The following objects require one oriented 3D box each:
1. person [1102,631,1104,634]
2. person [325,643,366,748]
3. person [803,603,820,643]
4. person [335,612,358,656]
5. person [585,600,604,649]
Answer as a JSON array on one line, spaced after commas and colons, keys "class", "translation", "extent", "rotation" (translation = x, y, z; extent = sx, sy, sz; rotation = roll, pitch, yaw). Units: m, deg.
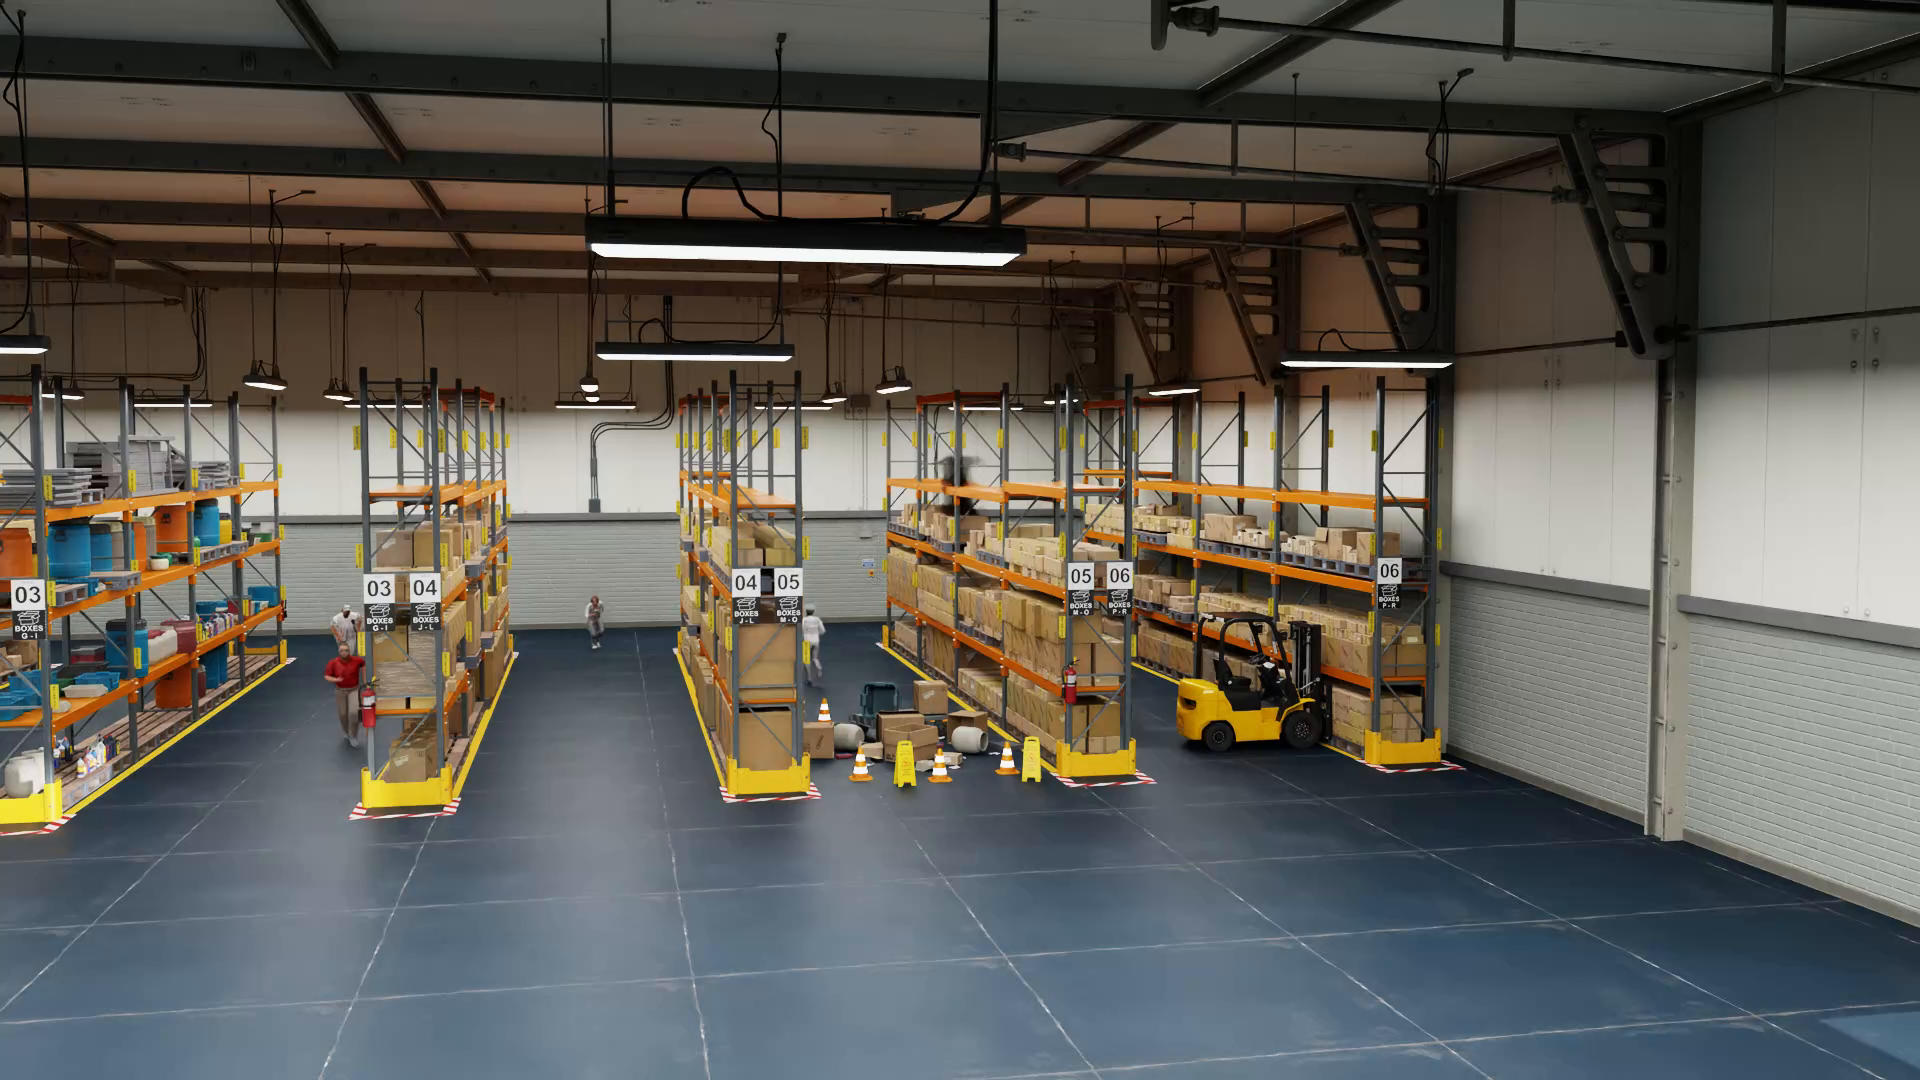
[{"class": "person", "translation": [2.448, 1.831, 31.601], "extent": [0.665, 0.827, 0.575], "rotation": [-1, 4, -14]}, {"class": "person", "translation": [-10.100, 2.532, 27.425], "extent": [0.667, 1.709, 1.002], "rotation": [-1, 4, -15]}, {"class": "person", "translation": [-3.122, 1.724, 34.339], "extent": [0.497, 0.832, 0.464], "rotation": [-2, 4, -24]}, {"class": "person", "translation": [-13.003, 2.164, 35.218], "extent": [0.452, 1.316, 0.807], "rotation": [-2, 4, -26]}, {"class": "person", "translation": [-8.774, 2.017, 39.824], "extent": [0.534, 1.218, 0.687], "rotation": [-2, 4, -27]}]
